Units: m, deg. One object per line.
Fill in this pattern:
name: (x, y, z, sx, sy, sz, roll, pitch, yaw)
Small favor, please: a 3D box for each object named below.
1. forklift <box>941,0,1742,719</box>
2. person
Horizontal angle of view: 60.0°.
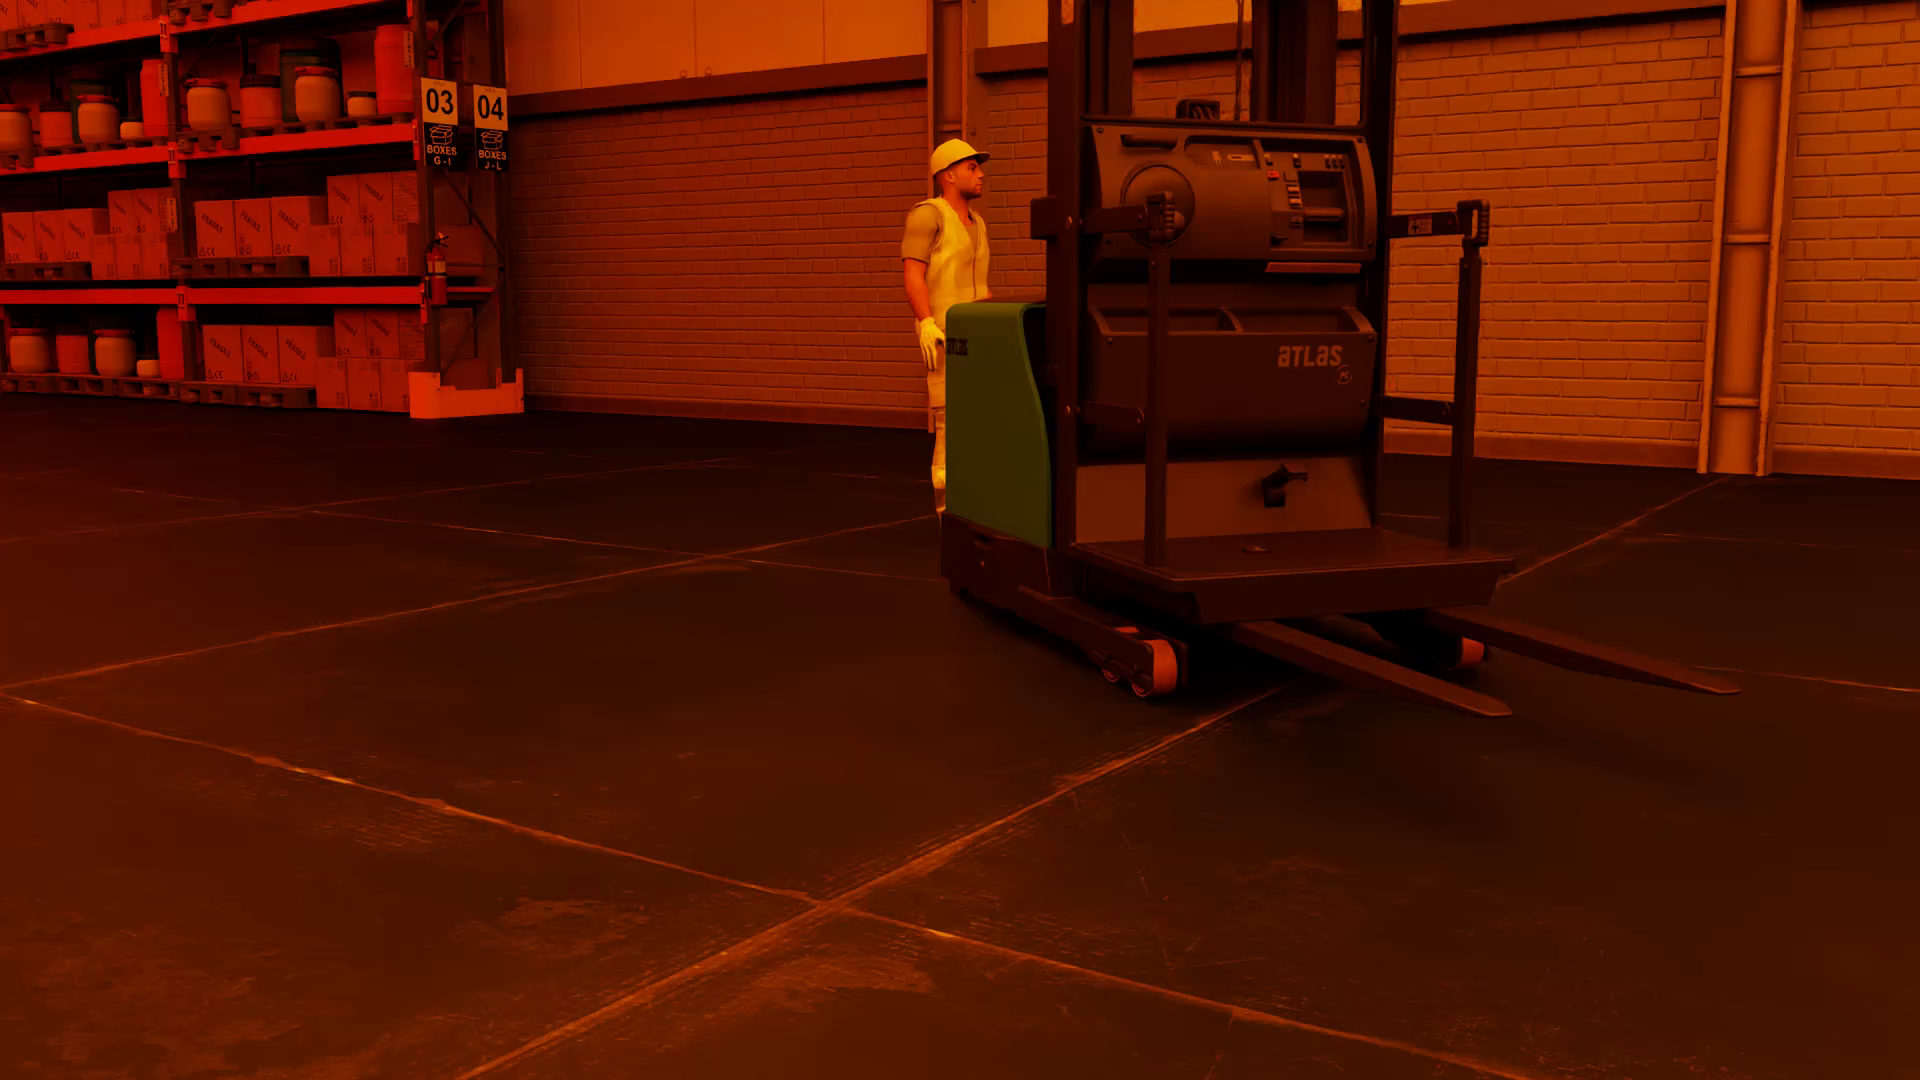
forklift: (0.905, -1.082, 4.799, 1.130, 2.935, 3.031, -3, 9, -20)
person: (0.059, -0.885, 7.422, 0.563, 1.788, 0.638, 5, 10, 34)
